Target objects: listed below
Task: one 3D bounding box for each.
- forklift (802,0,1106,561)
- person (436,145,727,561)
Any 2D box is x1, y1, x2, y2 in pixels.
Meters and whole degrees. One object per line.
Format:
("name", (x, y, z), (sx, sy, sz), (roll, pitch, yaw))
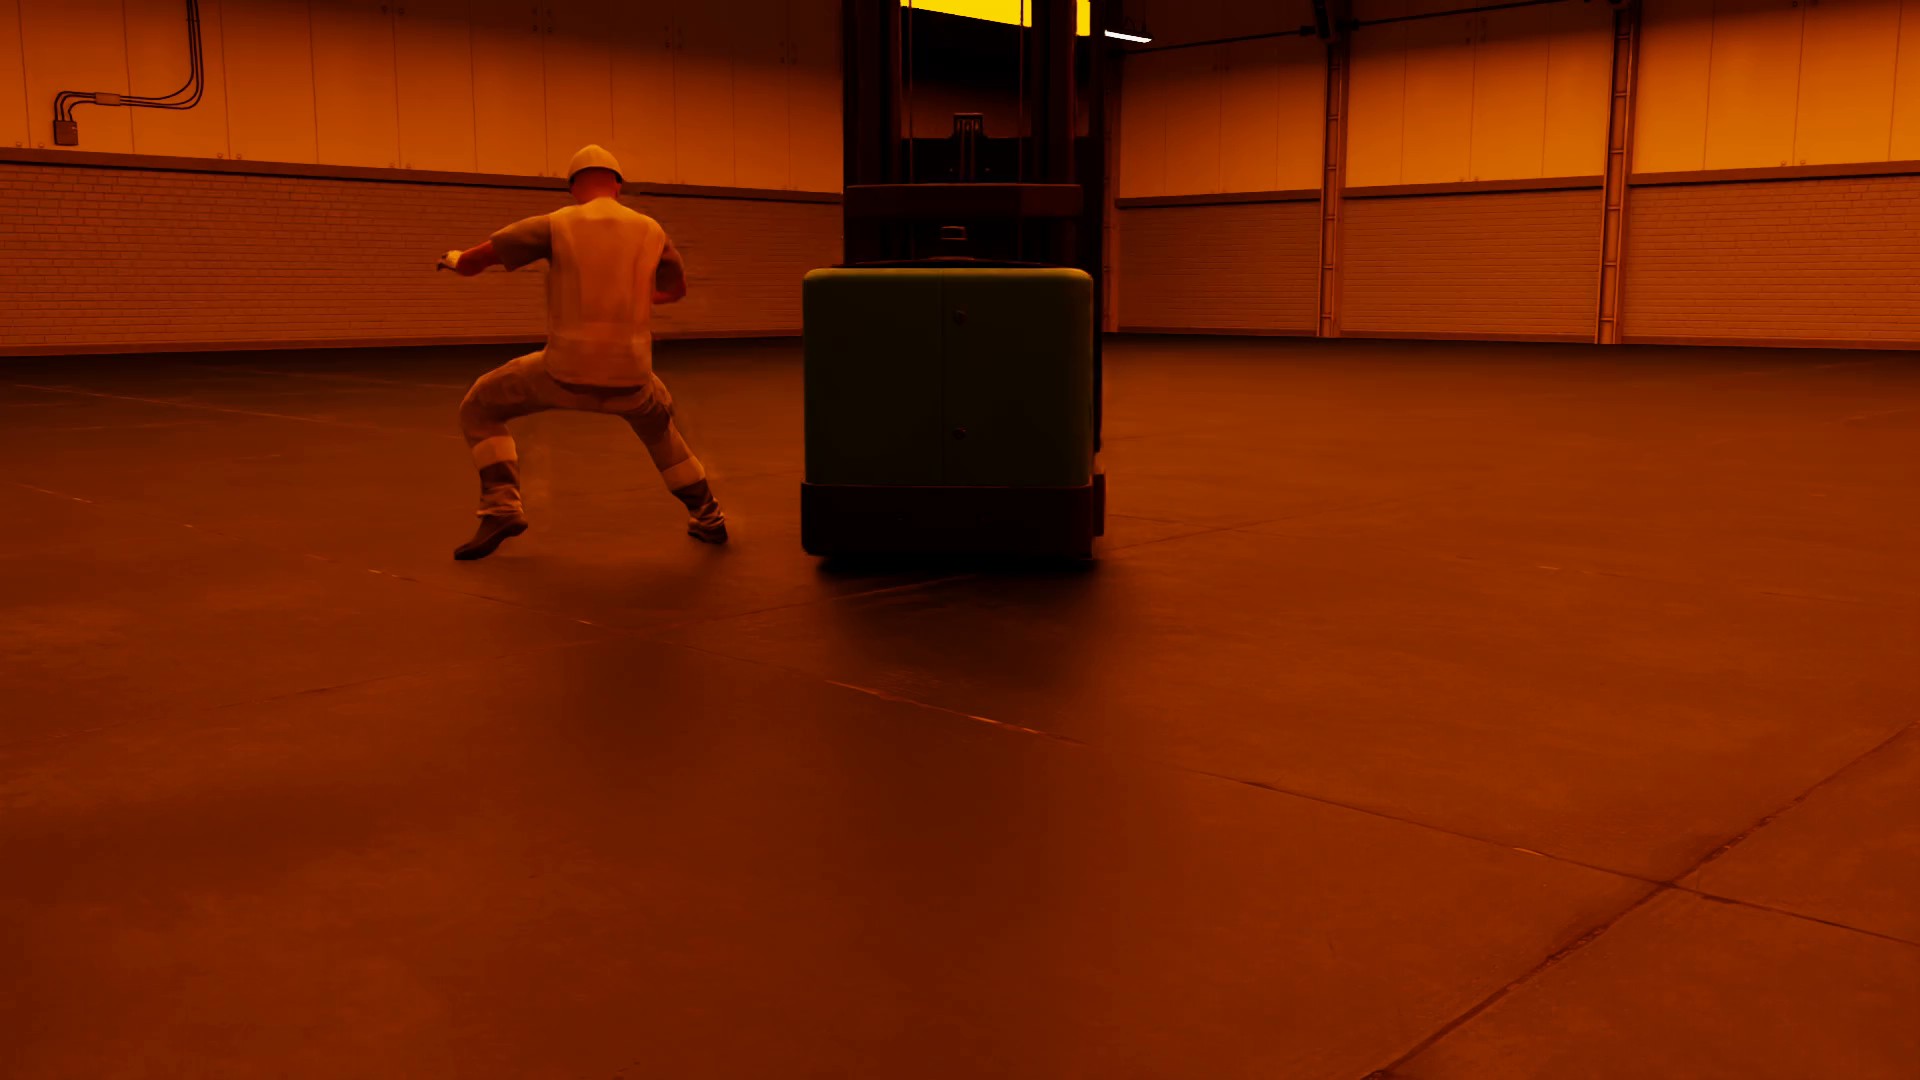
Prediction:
("forklift", (0.080, -1.554, 7.196), (1.130, 2.935, 3.031), (1, 9, 5))
("person", (-1.411, -0.716, 6.336), (1.087, 1.537, 0.730), (-4, 9, -23))
